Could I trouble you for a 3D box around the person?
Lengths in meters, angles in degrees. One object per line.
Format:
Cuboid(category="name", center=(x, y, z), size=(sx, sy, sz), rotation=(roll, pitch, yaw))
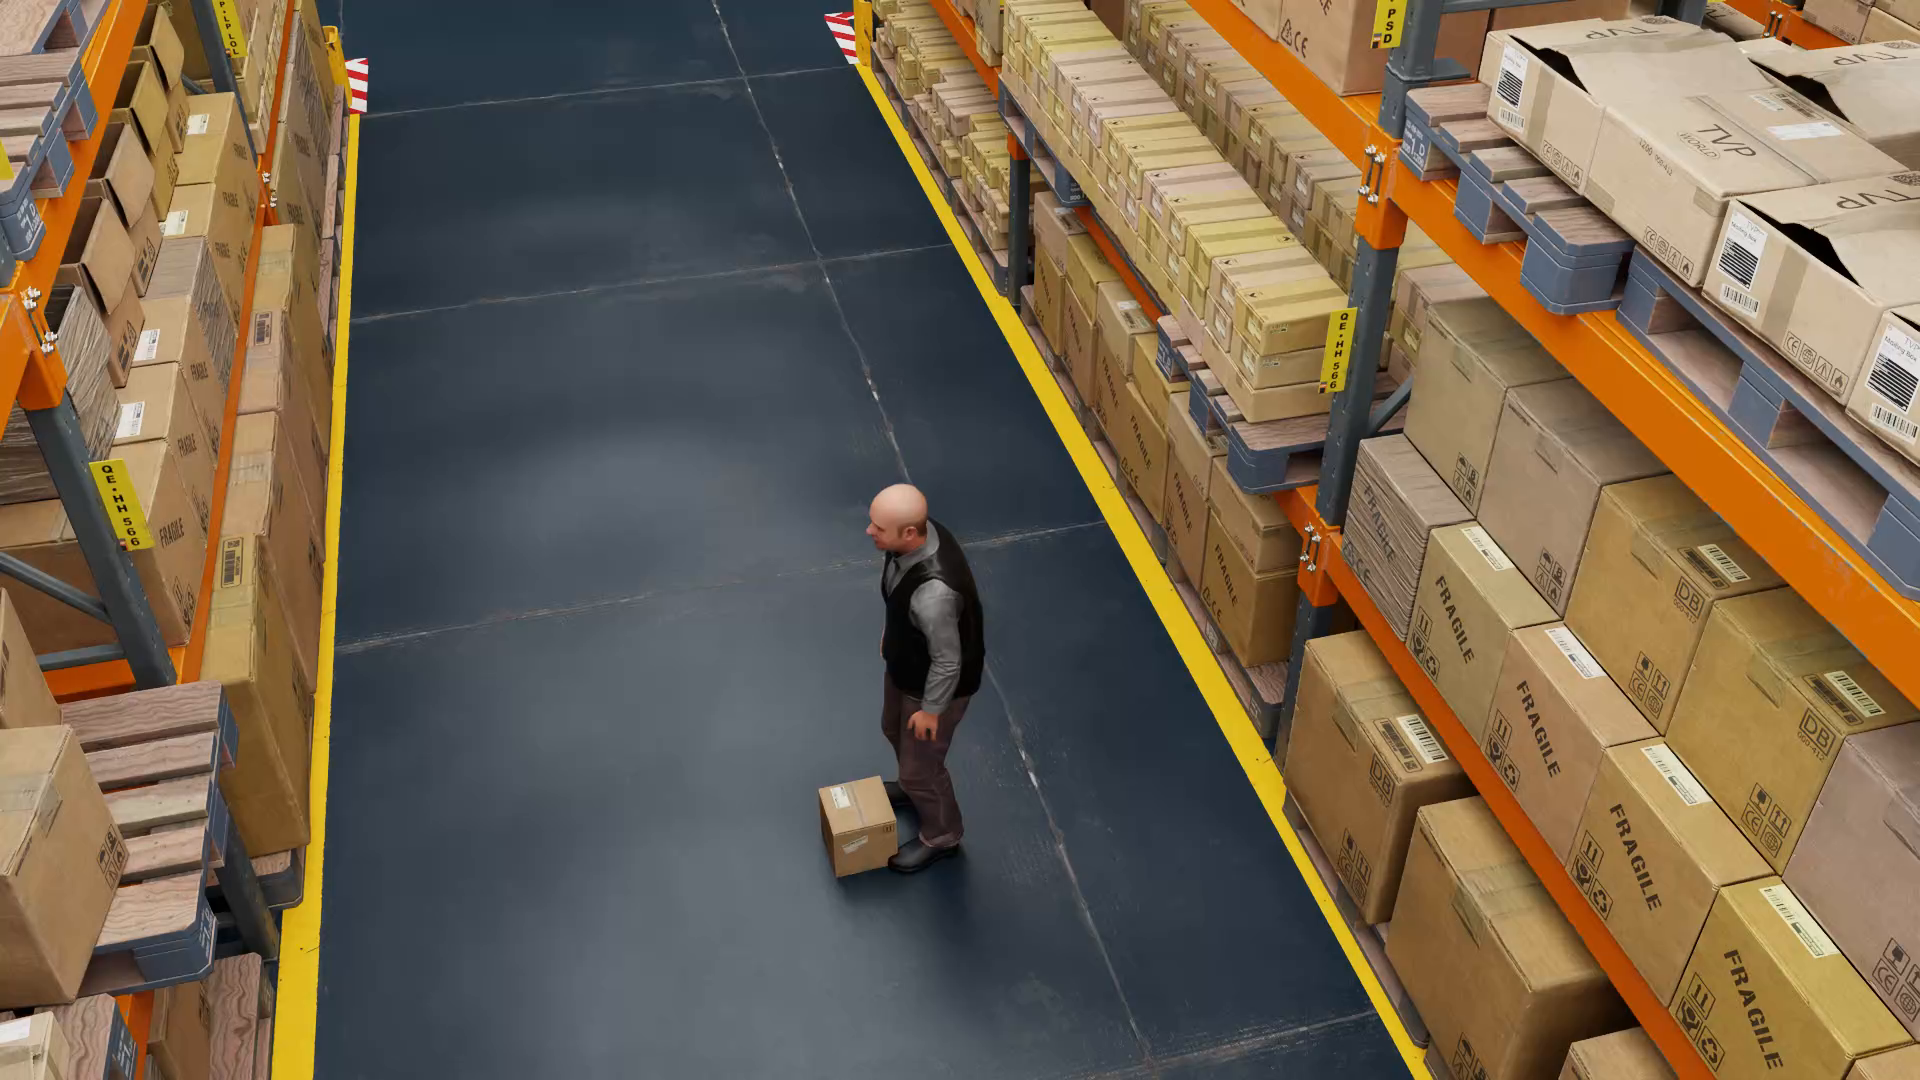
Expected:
Cuboid(category="person", center=(-0.130, 0.484, 6.113), size=(0.421, 1.720, 0.580), rotation=(-9, 39, -12))
